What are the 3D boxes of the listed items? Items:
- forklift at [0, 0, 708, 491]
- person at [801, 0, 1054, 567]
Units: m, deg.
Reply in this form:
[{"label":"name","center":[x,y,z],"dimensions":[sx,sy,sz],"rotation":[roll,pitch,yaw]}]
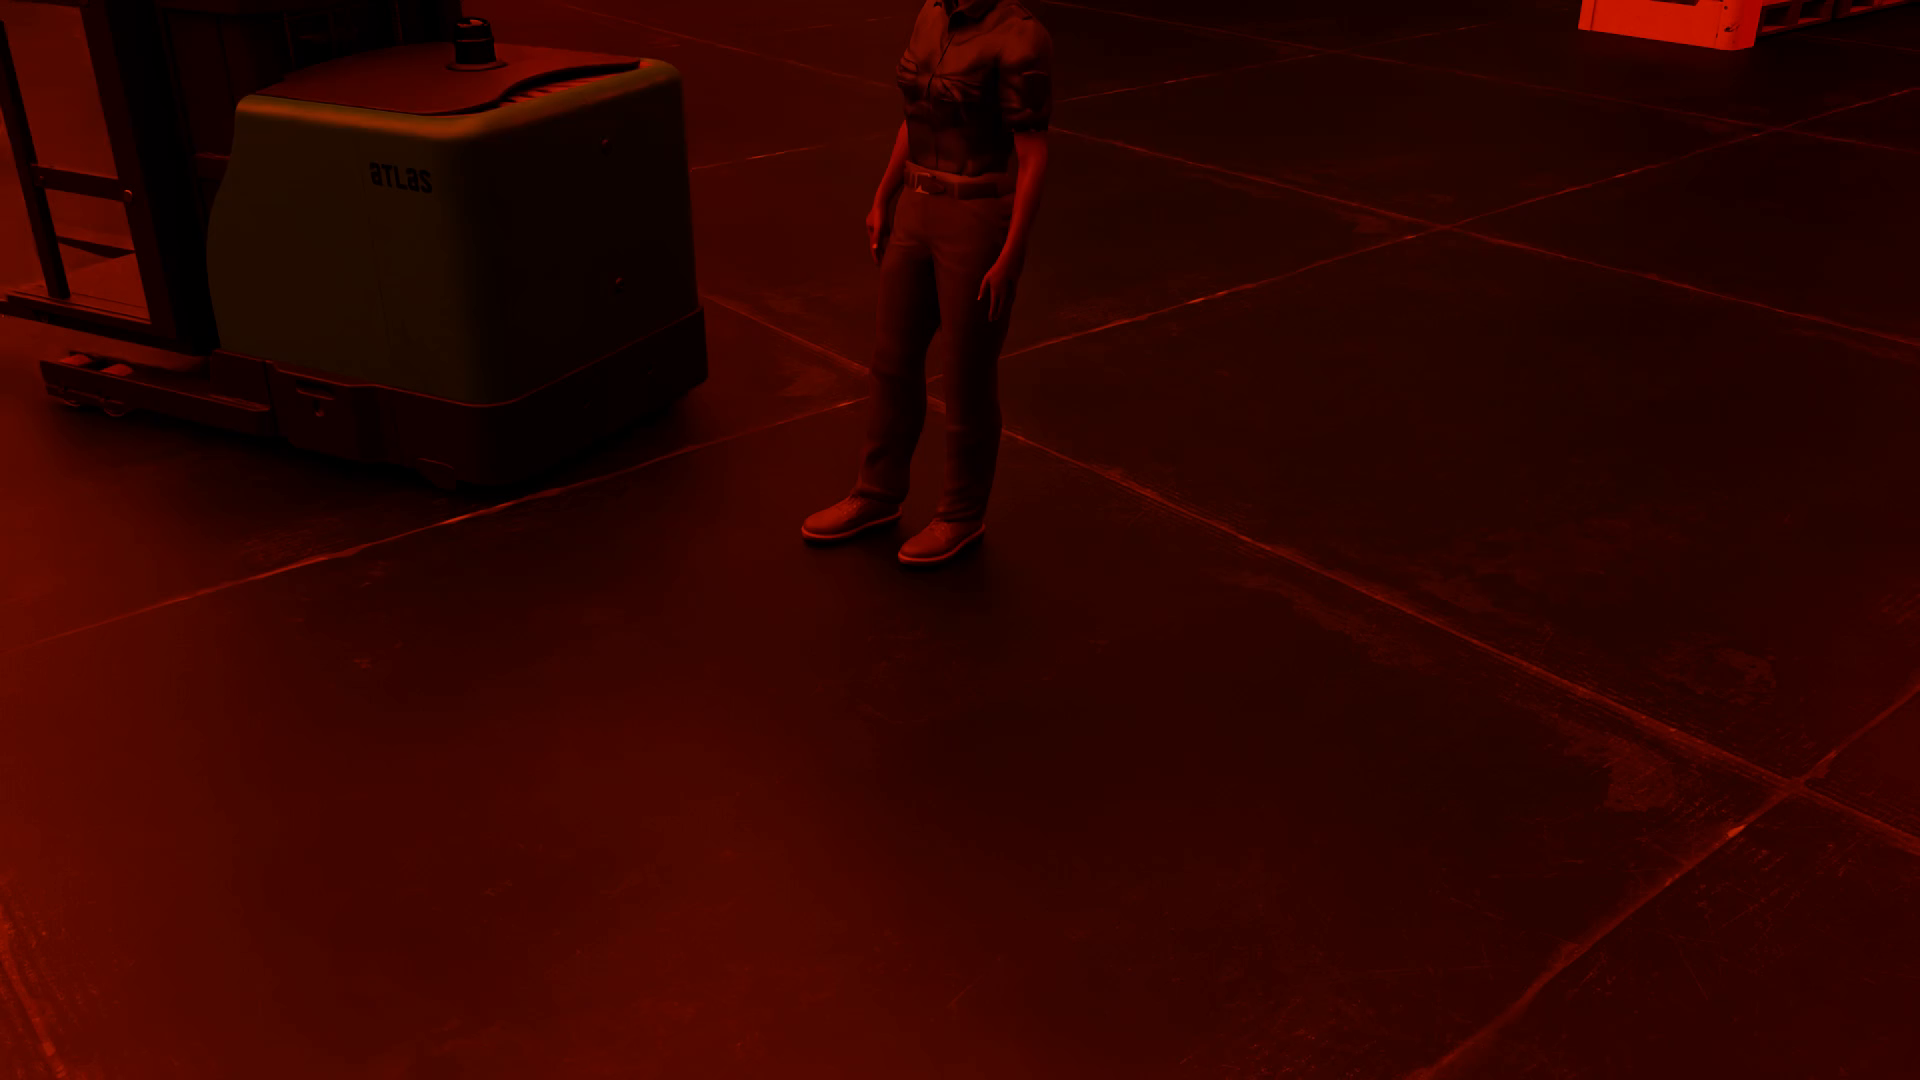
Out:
[{"label":"forklift","center":[-2.369,-1.896,5.026],"dimensions":[3.031,2.935,1.130],"rotation":[13,29,24]},{"label":"person","center":[-0.080,-0.730,4.093],"dimensions":[0.503,1.656,0.569],"rotation":[-20,33,-35]}]
